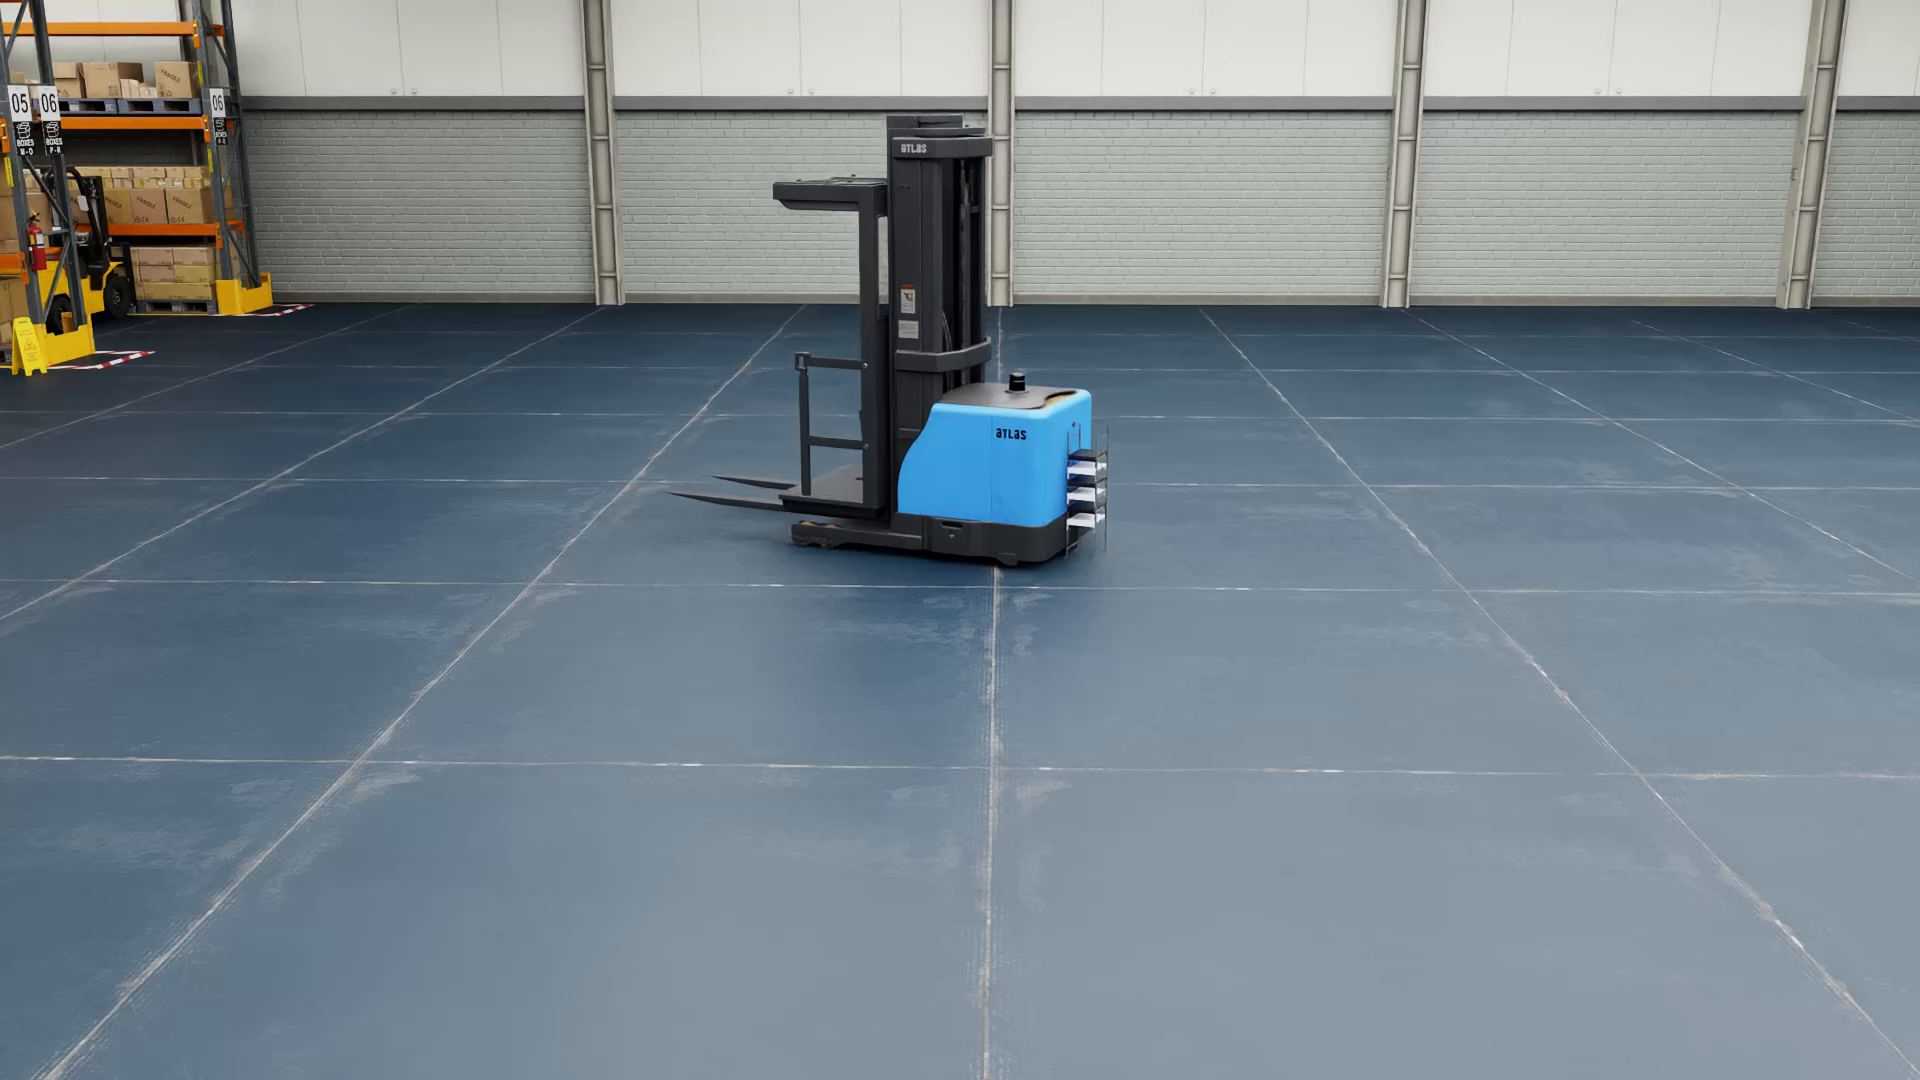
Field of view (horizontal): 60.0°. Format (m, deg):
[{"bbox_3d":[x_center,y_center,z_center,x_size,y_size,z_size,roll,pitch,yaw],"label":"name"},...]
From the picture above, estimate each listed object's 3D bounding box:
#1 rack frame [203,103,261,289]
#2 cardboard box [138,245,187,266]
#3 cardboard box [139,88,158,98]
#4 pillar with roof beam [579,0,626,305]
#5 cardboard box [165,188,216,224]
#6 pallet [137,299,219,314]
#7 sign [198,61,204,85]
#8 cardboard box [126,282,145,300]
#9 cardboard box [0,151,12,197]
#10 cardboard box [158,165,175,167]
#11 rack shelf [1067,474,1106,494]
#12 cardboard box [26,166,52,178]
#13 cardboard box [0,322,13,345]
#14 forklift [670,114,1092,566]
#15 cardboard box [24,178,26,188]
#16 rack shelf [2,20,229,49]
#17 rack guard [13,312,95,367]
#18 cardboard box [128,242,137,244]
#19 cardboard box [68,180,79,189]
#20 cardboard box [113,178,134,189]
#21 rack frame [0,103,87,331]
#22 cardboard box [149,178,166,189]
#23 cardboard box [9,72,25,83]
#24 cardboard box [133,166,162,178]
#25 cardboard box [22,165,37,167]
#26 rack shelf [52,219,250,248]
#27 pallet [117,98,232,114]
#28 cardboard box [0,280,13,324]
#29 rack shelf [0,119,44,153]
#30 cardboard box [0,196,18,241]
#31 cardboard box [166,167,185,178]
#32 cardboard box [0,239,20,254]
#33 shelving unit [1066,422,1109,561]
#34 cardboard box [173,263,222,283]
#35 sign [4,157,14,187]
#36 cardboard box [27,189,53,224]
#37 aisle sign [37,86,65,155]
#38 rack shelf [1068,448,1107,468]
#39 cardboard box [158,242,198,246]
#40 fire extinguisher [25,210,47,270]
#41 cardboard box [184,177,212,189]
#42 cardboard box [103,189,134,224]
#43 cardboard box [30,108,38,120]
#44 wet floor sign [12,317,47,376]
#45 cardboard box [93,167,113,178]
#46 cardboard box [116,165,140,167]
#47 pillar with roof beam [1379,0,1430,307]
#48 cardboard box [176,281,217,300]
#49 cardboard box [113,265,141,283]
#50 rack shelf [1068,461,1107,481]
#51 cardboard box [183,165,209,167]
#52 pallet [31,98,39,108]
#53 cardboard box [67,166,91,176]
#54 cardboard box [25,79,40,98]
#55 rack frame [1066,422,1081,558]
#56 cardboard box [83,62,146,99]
[{"bbox_3d":[-10.707,-4.897,24.520,0.127,3.000,1.000,0,15,1],"label":"rack frame"},{"bbox_3d":[-11.686,-4.179,24.406,0.500,0.250,0.500,1,15,2],"label":"cardboard box"},{"bbox_3d":[-11.544,-6.405,23.830,0.250,0.149,0.380,0,15,0],"label":"cardboard box"},{"bbox_3d":[-5.492,-6.895,20.334,0.400,9.000,9.100,0,15,1],"label":"pillar with roof beam"},{"bbox_3d":[-11.206,-4.881,24.266,0.500,0.500,0.500,0,15,0],"label":"cardboard box"},{"bbox_3d":[-11.473,-3.543,24.854,1.213,0.211,1.003,0,15,1],"label":"pallet"},{"bbox_3d":[-10.735,-6.599,23.510,0.005,0.325,0.100,0,15,1],"label":"sign"},{"bbox_3d":[-12.182,-3.704,24.566,0.500,0.250,0.500,1,15,2],"label":"cardboard box"},{"bbox_3d":[-11.347,-4.254,19.345,0.500,0.500,0.700,0,15,0],"label":"cardboard box"},{"bbox_3d":[-11.810,-5.473,24.654,0.250,0.149,0.380,0,15,2],"label":"cardboard box"},{"bbox_3d":[0.868,-0.384,11.308,0.200,0.077,0.258,6,16,23],"label":"rack shelf"},{"bbox_3d":[-13.361,-5.350,24.188,0.250,0.149,0.380,0,15,1],"label":"cardboard box"},{"bbox_3d":[-11.669,-2.441,19.780,0.500,0.250,0.500,0,15,1],"label":"cardboard box"},{"bbox_3d":[-0.630,-1.472,11.674,3.031,2.935,1.130,6,16,23],"label":"forklift"},{"bbox_3d":[-13.629,-5.199,24.199,0.250,0.149,0.380,1,15,3],"label":"cardboard box"},{"bbox_3d":[-12.707,-7.269,23.947,4.000,0.370,1.077,0,15,1],"label":"rack shelf"},{"bbox_3d":[-10.906,-2.423,20.043,0.348,0.500,1.175,0,15,1],"label":"rack guard"},{"bbox_3d":[-12.694,-4.319,24.935,0.500,0.250,0.500,0,15,0],"label":"cardboard box"},{"bbox_3d":[-12.849,-5.200,24.204,0.250,0.149,0.380,0,15,0],"label":"cardboard box"},{"bbox_3d":[-12.091,-5.195,24.183,0.250,0.149,0.380,0,15,0],"label":"cardboard box"},{"bbox_3d":[-10.830,-3.631,19.722,0.127,3.000,1.000,0,15,1],"label":"rack frame"},{"bbox_3d":[-11.575,-5.201,24.205,0.250,0.149,0.380,1,15,2],"label":"cardboard box"},{"bbox_3d":[-11.181,-5.400,19.476,0.250,0.149,0.380,0,15,1],"label":"cardboard box"},{"bbox_3d":[-11.827,-5.360,24.226,0.250,0.149,0.380,0,15,2],"label":"cardboard box"},{"bbox_3d":[-13.865,-5.493,24.730,0.250,0.149,0.380,0,15,1],"label":"cardboard box"},{"bbox_3d":[-12.707,-4.562,24.661,4.000,0.370,1.077,0,15,1],"label":"rack shelf"},{"bbox_3d":[-11.414,-6.316,24.191,1.213,0.211,1.003,0,15,1],"label":"pallet"},{"bbox_3d":[-11.638,-2.806,19.691,0.500,0.500,0.500,0,15,2],"label":"cardboard box"},{"bbox_3d":[-12.830,-4.746,19.480,4.000,0.370,1.077,0,15,1],"label":"rack shelf"},{"bbox_3d":[-11.380,-3.756,19.418,0.500,0.500,0.500,0,15,0],"label":"cardboard box"},{"bbox_3d":[-11.318,-5.345,24.168,0.250,0.149,0.380,0,15,2],"label":"cardboard box"},{"bbox_3d":[-11.210,-3.457,19.557,0.250,0.149,0.380,1,15,3],"label":"cardboard box"},{"bbox_3d":[0.868,-0.329,11.322,0.210,0.900,0.258,6,16,23],"label":"shelving unit"},{"bbox_3d":[-11.202,-3.935,24.463,0.500,0.250,0.500,0,15,1],"label":"cardboard box"},{"bbox_3d":[-10.865,-4.202,18.998,0.005,0.325,0.100,0,15,1],"label":"sign"},{"bbox_3d":[-13.242,-4.899,24.334,0.500,0.500,0.500,0,15,1],"label":"cardboard box"},{"bbox_3d":[-10.761,-4.966,19.688,0.004,0.787,0.394,0,15,1],"label":"aisle sign"},{"bbox_3d":[0.868,-0.558,11.262,0.200,0.077,0.258,6,16,23],"label":"rack shelf"},{"bbox_3d":[-11.683,-4.307,24.893,0.500,0.250,0.500,0,15,2],"label":"cardboard box"},{"bbox_3d":[-10.728,-3.475,19.284,0.183,0.674,0.296,0,15,1],"label":"fire extinguisher"},{"bbox_3d":[-11.061,-5.190,24.162,0.250,0.149,0.380,1,15,2],"label":"cardboard box"},{"bbox_3d":[-12.237,-4.890,24.300,0.500,0.500,0.500,0,15,0],"label":"cardboard box"},{"bbox_3d":[-11.154,-5.045,19.693,0.250,0.149,0.380,0,15,1],"label":"cardboard box"},{"bbox_3d":[-10.668,-2.218,18.983,0.232,0.644,0.267,6,16,21],"label":"wet floor sign"},{"bbox_3d":[-12.349,-5.334,24.126,0.250,0.149,0.380,1,15,3],"label":"cardboard box"},{"bbox_3d":[-12.334,-5.495,24.738,0.250,0.149,0.380,0,15,0],"label":"cardboard box"},{"bbox_3d":[6.504,-6.817,20.037,0.400,9.000,9.100,0,15,1],"label":"pillar with roof beam"},{"bbox_3d":[-11.185,-3.693,24.523,0.500,0.250,0.500,0,15,2],"label":"cardboard box"},{"bbox_3d":[-12.220,-3.939,24.478,0.500,0.250,0.500,0,15,0],"label":"cardboard box"},{"bbox_3d":[0.868,-0.471,11.285,0.200,0.077,0.258,6,16,23],"label":"rack shelf"},{"bbox_3d":[-11.302,-5.477,24.668,0.250,0.149,0.380,1,15,3],"label":"cardboard box"},{"bbox_3d":[-13.853,-6.331,24.251,1.213,0.211,1.003,0,15,1],"label":"pallet"},{"bbox_3d":[-12.856,-5.366,24.246,0.250,0.149,0.380,0,15,2],"label":"cardboard box"},{"bbox_3d":[-13.230,-6.472,23.857,0.258,0.266,0.396,0,15,0],"label":"cardboard box"},{"bbox_3d":[0.775,-0.339,11.362,0.006,0.900,0.240,6,16,23],"label":"rack frame"},{"bbox_3d":[-12.177,-6.620,23.956,0.500,0.500,0.700,0,15,2],"label":"cardboard box"}]
